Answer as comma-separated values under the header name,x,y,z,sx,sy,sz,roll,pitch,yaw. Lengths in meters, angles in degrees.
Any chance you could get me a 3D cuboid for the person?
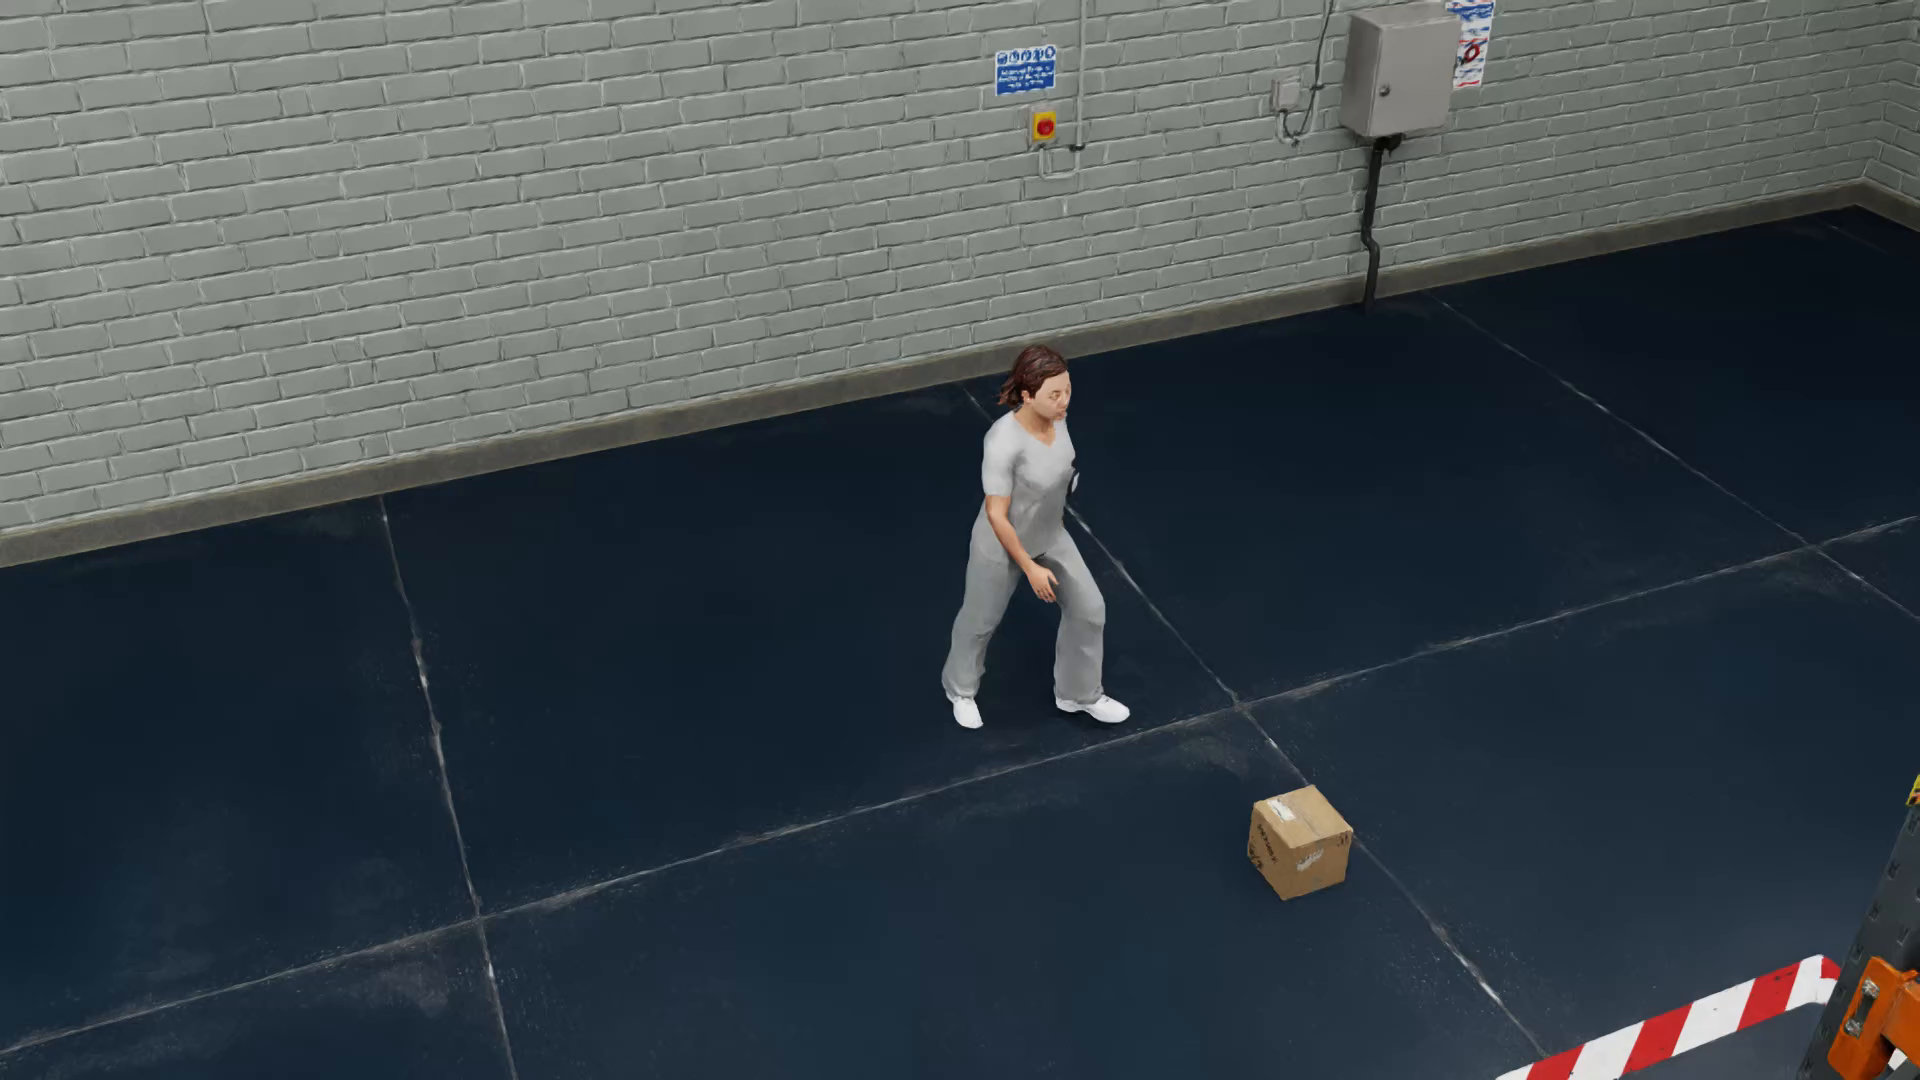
name,x,y,z,sx,sy,sz,roll,pitch,yaw
person,0.260,0.005,6.147,0.676,1.640,0.543,29,43,36
